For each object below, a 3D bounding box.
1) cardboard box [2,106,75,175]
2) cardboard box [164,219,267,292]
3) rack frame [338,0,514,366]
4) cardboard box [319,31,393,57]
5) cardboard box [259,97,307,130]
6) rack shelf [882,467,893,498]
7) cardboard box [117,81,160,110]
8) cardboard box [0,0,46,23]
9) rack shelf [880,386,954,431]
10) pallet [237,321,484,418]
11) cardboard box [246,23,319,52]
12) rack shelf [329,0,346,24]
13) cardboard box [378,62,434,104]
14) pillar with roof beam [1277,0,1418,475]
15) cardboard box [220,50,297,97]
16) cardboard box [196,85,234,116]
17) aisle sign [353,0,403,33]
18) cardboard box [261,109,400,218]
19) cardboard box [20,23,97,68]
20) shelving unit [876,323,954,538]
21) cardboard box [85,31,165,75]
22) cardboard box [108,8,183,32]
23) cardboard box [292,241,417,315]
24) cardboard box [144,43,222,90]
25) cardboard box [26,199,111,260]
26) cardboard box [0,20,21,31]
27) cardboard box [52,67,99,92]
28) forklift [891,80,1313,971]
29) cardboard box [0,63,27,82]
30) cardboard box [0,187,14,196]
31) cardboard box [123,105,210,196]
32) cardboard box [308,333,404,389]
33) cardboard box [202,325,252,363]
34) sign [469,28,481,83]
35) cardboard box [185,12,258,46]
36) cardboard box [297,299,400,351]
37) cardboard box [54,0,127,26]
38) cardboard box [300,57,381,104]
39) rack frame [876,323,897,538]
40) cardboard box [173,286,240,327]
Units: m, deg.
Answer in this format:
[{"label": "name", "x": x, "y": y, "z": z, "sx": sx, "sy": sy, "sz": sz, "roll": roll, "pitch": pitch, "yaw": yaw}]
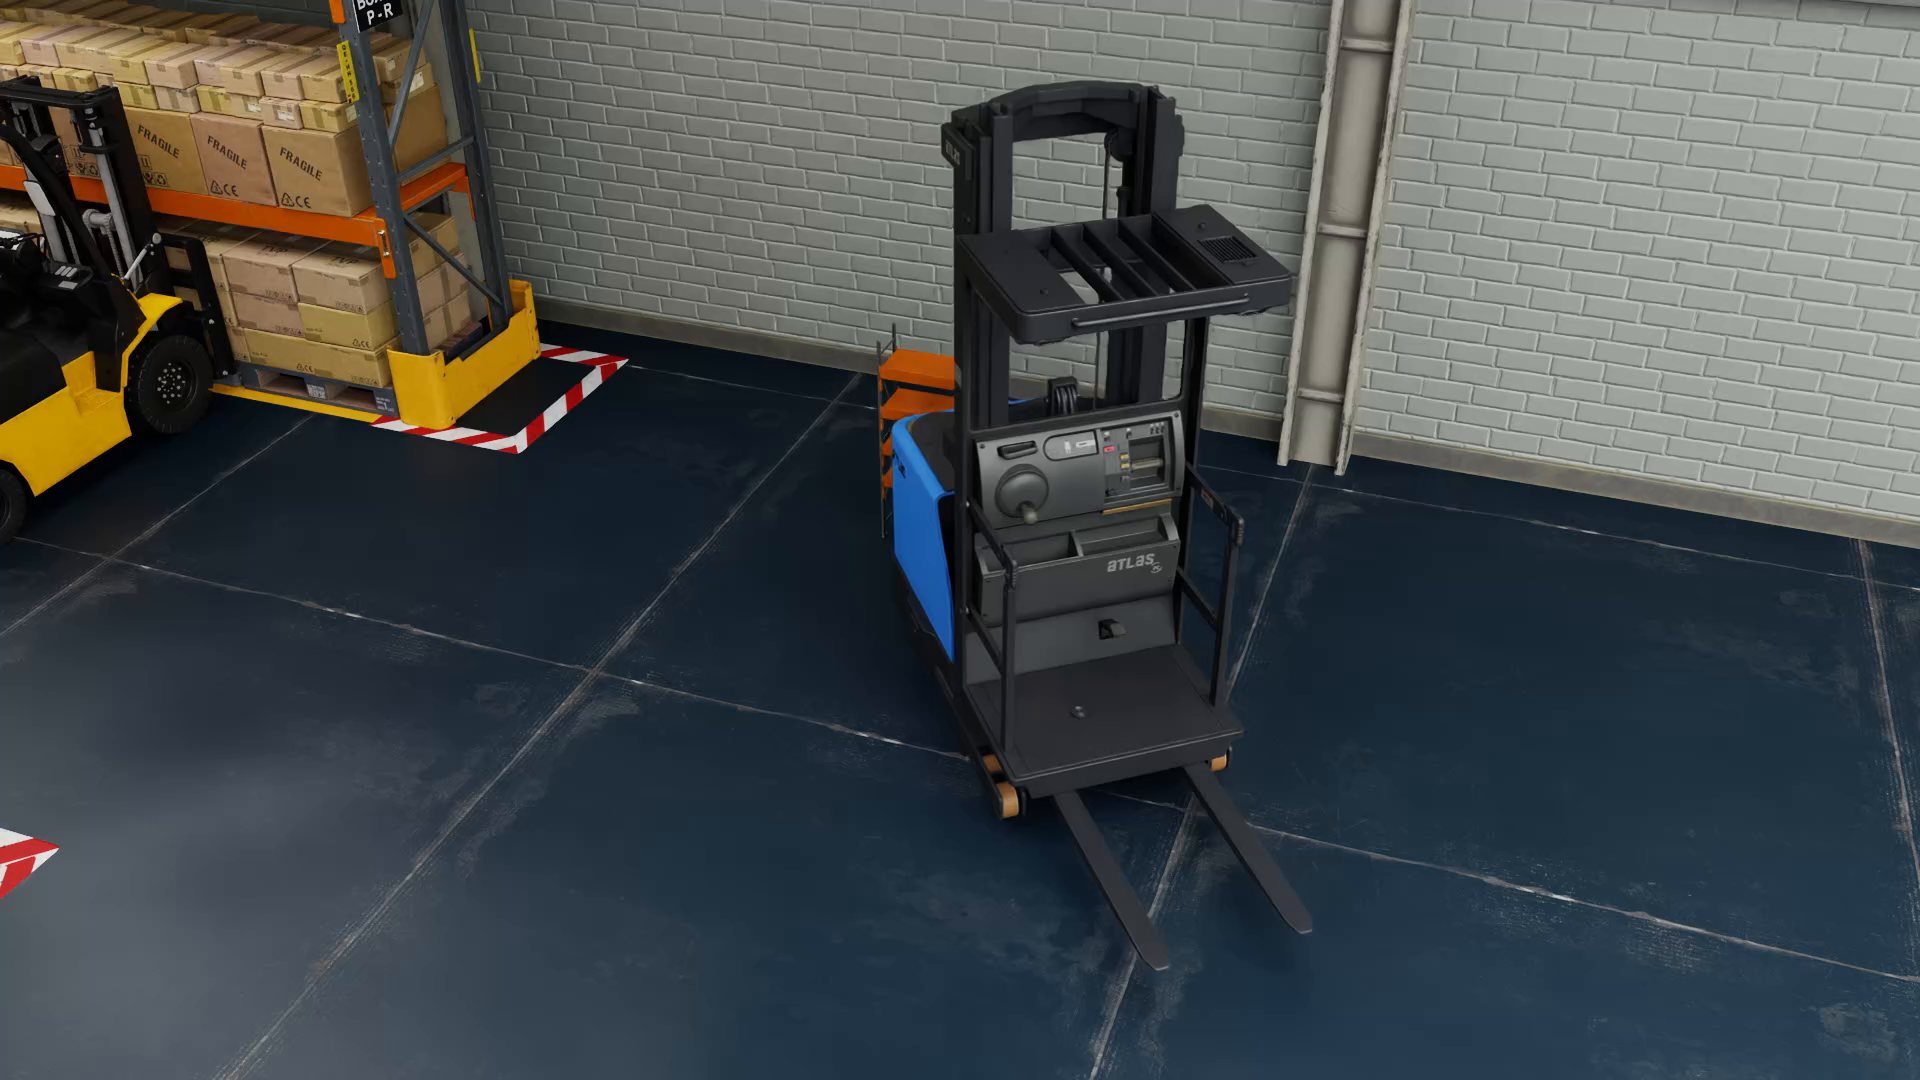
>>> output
[{"label": "cardboard box", "x": -5.633, "y": -2.645, "z": 10.457, "sx": 0.500, "sy": 0.500, "sz": 0.500, "roll": 11, "pitch": 34, "yaw": 16}, {"label": "cardboard box", "x": -4.670, "y": -1.809, "z": 10.480, "sx": 0.500, "sy": 0.250, "sz": 0.500, "roll": 11, "pitch": 35, "yaw": 17}, {"label": "rack frame", "x": -3.170, "y": -2.264, "z": 9.960, "sx": 0.127, "sy": 3.000, "sz": 1.000, "roll": 11, "pitch": 34, "yaw": 16}, {"label": "cardboard box", "x": -3.644, "y": -2.955, "z": 10.065, "sx": 0.250, "sy": 0.149, "sz": 0.380, "roll": 12, "pitch": 35, "yaw": 18}, {"label": "cardboard box", "x": -3.842, "y": -2.531, "z": 9.682, "sx": 0.250, "sy": 0.149, "sz": 0.380, "roll": 12, "pitch": 35, "yaw": 17}, {"label": "rack shelf", "x": -0.156, "y": -0.311, "z": 9.084, "sx": 0.480, "sy": 0.148, "sz": 0.258, "roll": 11, "pitch": 34, "yaw": 16}, {"label": "cardboard box", "x": -4.807, "y": -2.722, "z": 9.978, "sx": 0.250, "sy": 0.149, "sz": 0.380, "roll": 11, "pitch": 35, "yaw": 17}, {"label": "cardboard box", "x": -6.058, "y": -3.423, "z": 10.790, "sx": 0.250, "sy": 0.149, "sz": 0.380, "roll": 11, "pitch": 34, "yaw": 16}, {"label": "rack shelf", "x": -0.156, "y": -0.666, "z": 8.855, "sx": 0.480, "sy": 0.148, "sz": 0.258, "roll": 11, "pitch": 34, "yaw": 16}, {"label": "pallet", "x": -3.904, "y": -1.212, "z": 10.900, "sx": 1.213, "sy": 0.211, "sz": 1.003, "roll": 11, "pitch": 34, "yaw": 16}, {"label": "cardboard box", "x": -4.131, "y": -3.034, "z": 10.187, "sx": 0.250, "sy": 0.149, "sz": 0.380, "roll": 11, "pitch": 35, "yaw": 17}, {"label": "rack shelf", "x": -5.053, "y": -3.588, "z": 9.908, "sx": 4.000, "sy": 0.370, "sz": 1.077, "roll": 11, "pitch": 34, "yaw": 16}, {"label": "cardboard box", "x": -3.402, "y": -2.774, "z": 10.058, "sx": 0.250, "sy": 0.149, "sz": 0.380, "roll": 10, "pitch": 34, "yaw": 15}, {"label": "pillar with roof beam", "x": 0.674, "y": -2.076, "z": 4.138, "sx": 0.400, "sy": 9.000, "sz": 9.100, "roll": 11, "pitch": 34, "yaw": 16}, {"label": "cardboard box", "x": -4.077, "y": -2.725, "z": 9.709, "sx": 0.250, "sy": 0.149, "sz": 0.380, "roll": 12, "pitch": 35, "yaw": 18}, {"label": "cardboard box", "x": -4.295, "y": -2.661, "z": 9.884, "sx": 0.250, "sy": 0.149, "sz": 0.380, "roll": 11, "pitch": 34, "yaw": 16}, {"label": "aisle sign", "x": -3.208, "y": -3.195, "z": 9.004, "sx": 0.004, "sy": 0.787, "sz": 0.394, "roll": 11, "pitch": 34, "yaw": 16}, {"label": "cardboard box", "x": -3.722, "y": -2.262, "z": 9.865, "sx": 0.500, "sy": 0.500, "sz": 0.500, "roll": 10, "pitch": 34, "yaw": 15}, {"label": "cardboard box", "x": -5.497, "y": -3.031, "z": 10.182, "sx": 0.250, "sy": 0.149, "sz": 0.380, "roll": 11, "pitch": 34, "yaw": 16}, {"label": "shelving unit", "x": -0.156, "y": -0.534, "z": 8.939, "sx": 0.503, "sy": 1.200, "sz": 0.258, "roll": 11, "pitch": 34, "yaw": 16}, {"label": "cardboard box", "x": -5.025, "y": -2.940, "z": 10.041, "sx": 0.250, "sy": 0.149, "sz": 0.380, "roll": 12, "pitch": 35, "yaw": 17}, {"label": "cardboard box", "x": -5.111, "y": -3.219, "z": 10.473, "sx": 0.250, "sy": 0.149, "sz": 0.380, "roll": 12, "pitch": 35, "yaw": 18}, {"label": "cardboard box", "x": -3.709, "y": -1.631, "z": 10.204, "sx": 0.500, "sy": 0.250, "sz": 0.500, "roll": 12, "pitch": 35, "yaw": 18}, {"label": "cardboard box", "x": -4.569, "y": -2.800, "z": 9.825, "sx": 0.250, "sy": 0.149, "sz": 0.380, "roll": 12, "pitch": 35, "yaw": 18}, {"label": "cardboard box", "x": -5.636, "y": -2.005, "z": 10.784, "sx": 0.500, "sy": 0.250, "sz": 0.500, "roll": 12, "pitch": 35, "yaw": 18}, {"label": "cardboard box", "x": -6.008, "y": -3.083, "z": 10.263, "sx": 0.250, "sy": 0.149, "sz": 0.380, "roll": 12, "pitch": 35, "yaw": 18}, {"label": "cardboard box", "x": -5.276, "y": -2.825, "z": 10.138, "sx": 0.250, "sy": 0.149, "sz": 0.380, "roll": 10, "pitch": 34, "yaw": 15}, {"label": "forklift", "x": 0.587, "y": -0.253, "z": 6.907, "sx": 1.130, "sy": 2.935, "sz": 3.031, "roll": -10, "pitch": 34, "yaw": -15}, {"label": "cardboard box", "x": -5.772, "y": -2.906, "z": 10.264, "sx": 0.250, "sy": 0.149, "sz": 0.380, "roll": 11, "pitch": 34, "yaw": 16}, {"label": "cardboard box", "x": -6.586, "y": -2.189, "z": 11.069, "sx": 0.500, "sy": 0.250, "sz": 0.500, "roll": 10, "pitch": 34, "yaw": 16}, {"label": "cardboard box", "x": -4.690, "y": -2.456, "z": 10.164, "sx": 0.500, "sy": 0.500, "sz": 0.500, "roll": 10, "pitch": 34, "yaw": 16}, {"label": "cardboard box", "x": -3.719, "y": -1.210, "z": 10.475, "sx": 0.500, "sy": 0.250, "sz": 0.500, "roll": 11, "pitch": 35, "yaw": 17}, {"label": "cardboard box", "x": -4.652, "y": -1.402, "z": 10.773, "sx": 0.500, "sy": 0.250, "sz": 0.500, "roll": 11, "pitch": 35, "yaw": 17}, {"label": "sign", "x": -2.978, "y": -2.944, "z": 10.141, "sx": 0.005, "sy": 0.325, "sz": 0.100, "roll": 11, "pitch": 34, "yaw": 16}, {"label": "cardboard box", "x": -4.601, "y": -3.167, "z": 10.394, "sx": 0.250, "sy": 0.149, "sz": 0.380, "roll": 10, "pitch": 34, "yaw": 15}, {"label": "cardboard box", "x": -3.734, "y": -1.425, "z": 10.347, "sx": 0.500, "sy": 0.250, "sz": 0.500, "roll": 11, "pitch": 34, "yaw": 16}, {"label": "cardboard box", "x": -5.563, "y": -3.352, "z": 10.679, "sx": 0.250, "sy": 0.149, "sz": 0.380, "roll": 10, "pitch": 34, "yaw": 16}, {"label": "cardboard box", "x": -3.579, "y": -2.662, "z": 9.611, "sx": 0.250, "sy": 0.149, "sz": 0.380, "roll": 11, "pitch": 34, "yaw": 17}, {"label": "rack frame", "x": -0.386, "y": -0.579, "z": 9.009, "sx": 0.015, "sy": 1.200, "sz": 0.240, "roll": 11, "pitch": 34, "yaw": 16}, {"label": "cardboard box", "x": -4.696, "y": -1.606, "z": 10.627, "sx": 0.500, "sy": 0.250, "sz": 0.500, "roll": 10, "pitch": 34, "yaw": 15}]
